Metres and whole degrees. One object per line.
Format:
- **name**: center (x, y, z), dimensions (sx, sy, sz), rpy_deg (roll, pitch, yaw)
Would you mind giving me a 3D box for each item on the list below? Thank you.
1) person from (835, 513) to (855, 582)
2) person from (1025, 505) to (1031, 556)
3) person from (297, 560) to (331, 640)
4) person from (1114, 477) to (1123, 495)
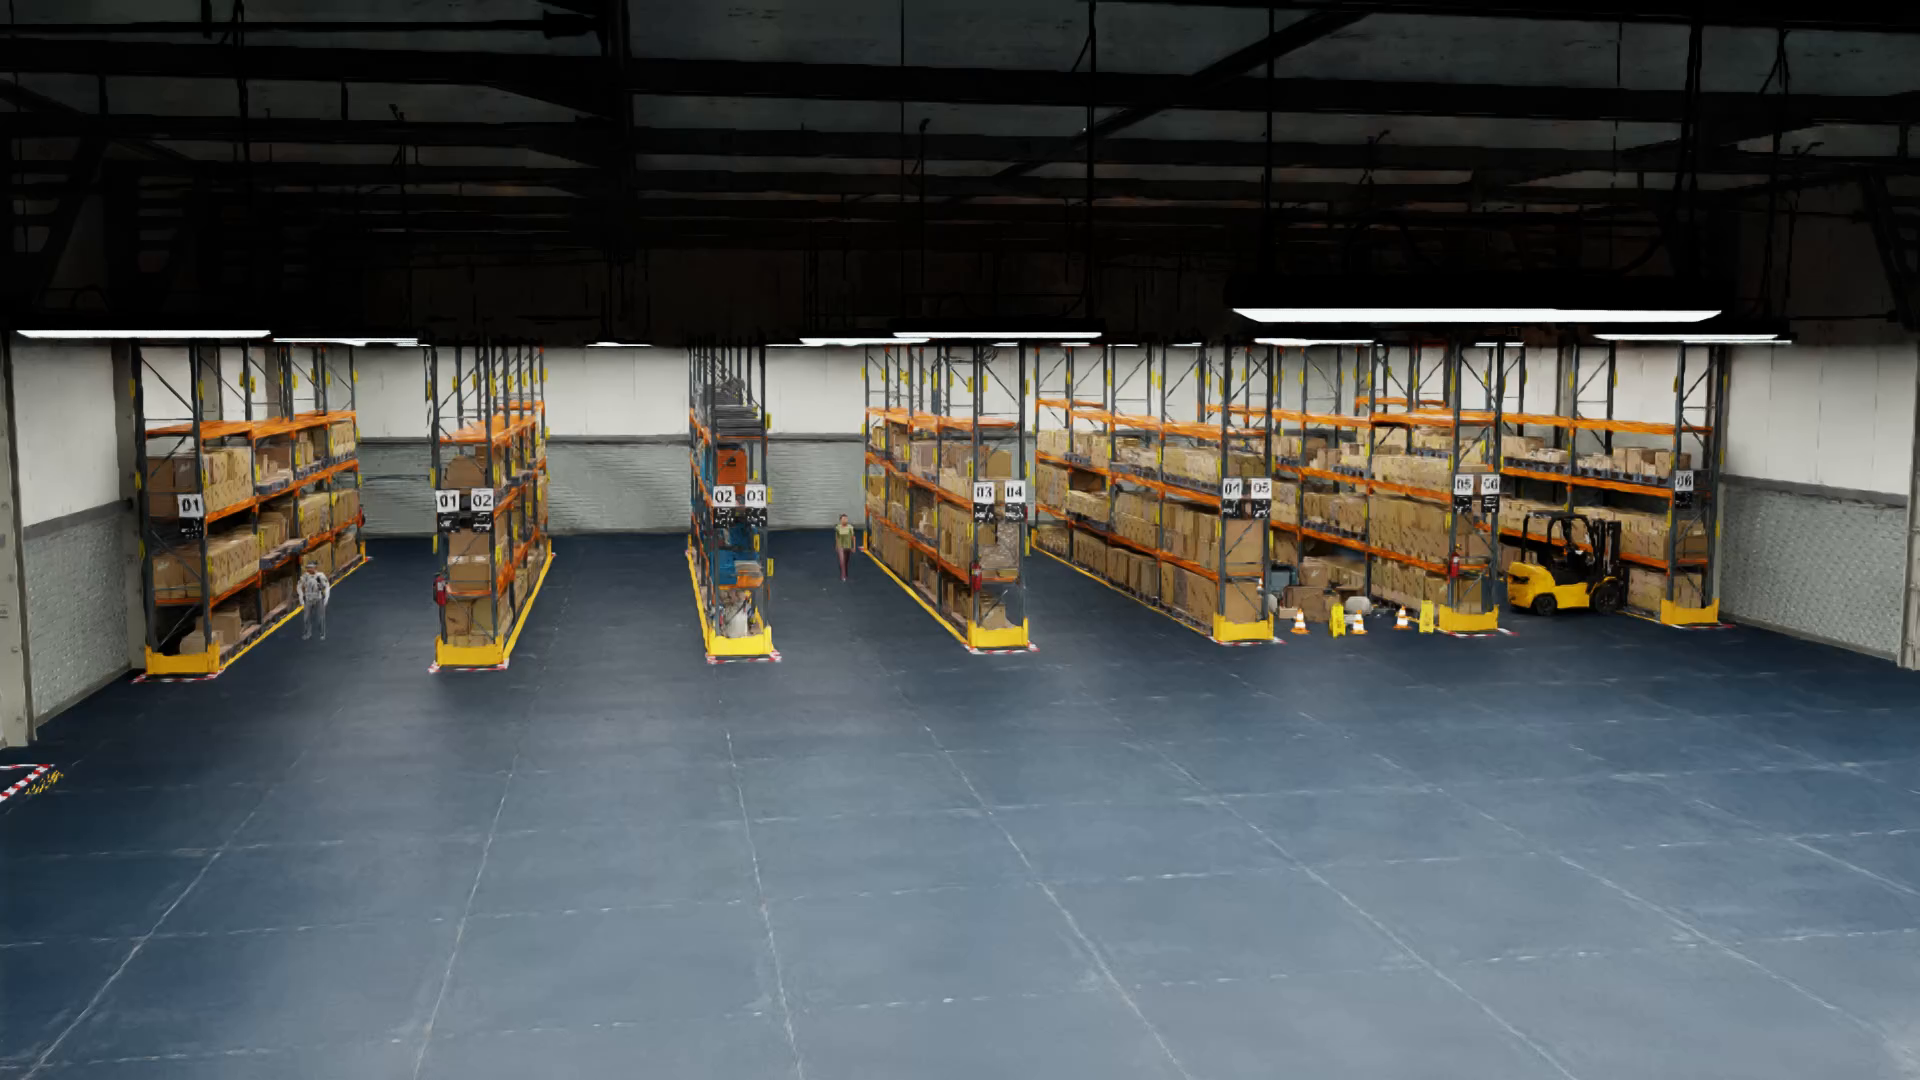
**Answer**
- **person**: center (-2.699, 0.158, 39.170), dimensions (0.456, 1.595, 1.020), rpy_deg (-1, 7, -12)
- **person**: center (1.641, -0.395, 46.143), dimensions (0.542, 1.645, 1.126), rpy_deg (-1, 7, -8)
- **person**: center (-12.727, 1.173, 32.761), dimensions (0.639, 1.632, 0.498), rpy_deg (-1, 7, -12)
- **person**: center (4.920, -1.224, 53.255), dimensions (0.512, 1.714, 0.728), rpy_deg (5, 8, 37)
